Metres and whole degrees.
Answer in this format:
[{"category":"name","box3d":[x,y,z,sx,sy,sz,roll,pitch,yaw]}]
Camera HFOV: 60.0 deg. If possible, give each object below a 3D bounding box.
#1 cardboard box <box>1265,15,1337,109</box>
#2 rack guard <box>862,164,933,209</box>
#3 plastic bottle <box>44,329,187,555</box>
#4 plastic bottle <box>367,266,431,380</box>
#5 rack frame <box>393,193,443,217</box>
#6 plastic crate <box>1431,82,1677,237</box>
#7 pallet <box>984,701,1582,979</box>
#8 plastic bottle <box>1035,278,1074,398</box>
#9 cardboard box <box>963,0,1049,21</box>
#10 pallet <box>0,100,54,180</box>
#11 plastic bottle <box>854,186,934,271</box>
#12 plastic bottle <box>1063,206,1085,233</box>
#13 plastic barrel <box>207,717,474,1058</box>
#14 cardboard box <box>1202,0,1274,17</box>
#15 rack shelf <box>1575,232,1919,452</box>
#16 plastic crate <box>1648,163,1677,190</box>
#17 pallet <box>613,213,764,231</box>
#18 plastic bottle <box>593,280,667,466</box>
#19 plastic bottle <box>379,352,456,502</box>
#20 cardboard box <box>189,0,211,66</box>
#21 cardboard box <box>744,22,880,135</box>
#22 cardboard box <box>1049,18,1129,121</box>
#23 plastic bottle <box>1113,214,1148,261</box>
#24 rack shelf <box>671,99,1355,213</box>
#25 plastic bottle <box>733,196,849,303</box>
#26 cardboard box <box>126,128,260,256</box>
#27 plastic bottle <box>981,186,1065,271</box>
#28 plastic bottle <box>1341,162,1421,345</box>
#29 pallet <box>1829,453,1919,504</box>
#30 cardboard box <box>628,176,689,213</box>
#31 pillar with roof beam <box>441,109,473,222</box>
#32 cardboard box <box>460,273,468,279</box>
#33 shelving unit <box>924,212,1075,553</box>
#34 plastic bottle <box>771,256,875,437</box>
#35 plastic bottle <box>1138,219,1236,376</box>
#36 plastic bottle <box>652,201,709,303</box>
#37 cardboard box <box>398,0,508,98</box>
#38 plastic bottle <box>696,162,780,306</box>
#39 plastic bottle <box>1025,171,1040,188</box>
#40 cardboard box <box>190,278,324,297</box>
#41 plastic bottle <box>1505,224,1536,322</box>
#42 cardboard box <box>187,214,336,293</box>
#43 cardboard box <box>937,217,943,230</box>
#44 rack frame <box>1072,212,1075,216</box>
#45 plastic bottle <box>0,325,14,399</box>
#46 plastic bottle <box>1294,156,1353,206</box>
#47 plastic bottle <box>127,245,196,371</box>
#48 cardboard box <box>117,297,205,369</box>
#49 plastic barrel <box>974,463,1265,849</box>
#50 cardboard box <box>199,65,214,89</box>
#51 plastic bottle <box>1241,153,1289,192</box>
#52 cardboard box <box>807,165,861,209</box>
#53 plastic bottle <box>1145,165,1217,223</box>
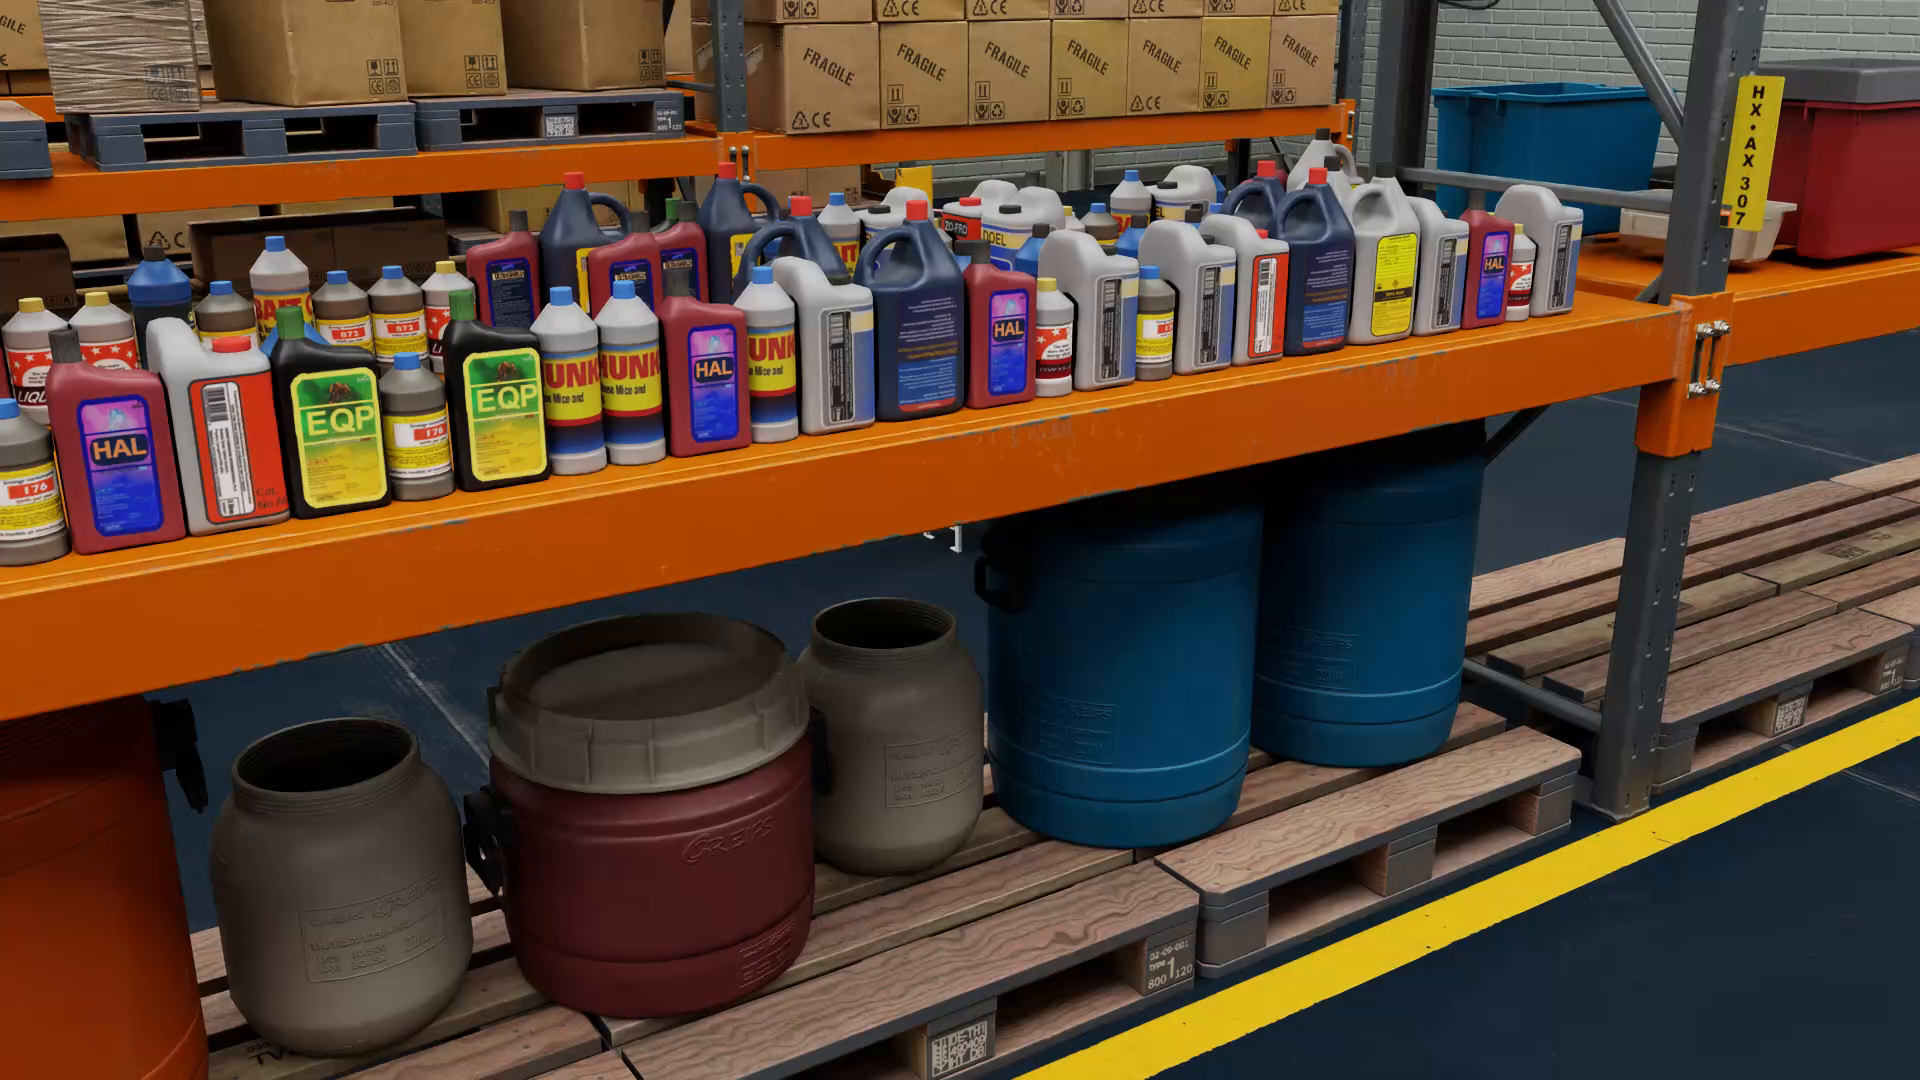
[{"category":"cardboard box","box3d":[1.812,-2.781,9.632,0.500,0.500,0.500,-11,22,-30]},{"category":"rack guard","box3d":[-0.671,-3.030,14.427,0.348,0.500,1.175,-12,22,-31]},{"category":"plastic bottle","box3d":[-1.085,-0.131,2.131,0.133,0.283,0.061,-12,22,-31]},{"category":"plastic bottle","box3d":[-1.034,-0.401,3.058,0.097,0.201,0.097,0,19,0]},{"category":"rack frame","box3d":[-4.032,-3.505,11.930,0.127,3.000,1.000,-12,22,-31]},{"category":"plastic crate","box3d":[1.619,-1.050,4.597,0.575,0.384,0.392,-12,22,-31]},{"category":"pallet","box3d":[0.750,0.590,4.169,1.213,0.211,1.003,-12,22,-31]},{"category":"plastic bottle","box3d":[0.151,-0.360,2.936,0.097,0.201,0.097,0,19,0]},{"category":"cardboard box","box3d":[0.104,-2.891,8.396,0.500,0.500,0.500,-13,22,-33]},{"category":"pallet","box3d":[-4.117,-1.524,6.368,1.003,0.211,1.213,-12,22,-31]},{"category":"plastic bottle","box3d":[-0.146,-0.613,3.568,0.135,0.276,0.152,-12,22,-31]},{"category":"plastic bottle","box3d":[0.241,-0.670,3.853,0.097,0.201,0.097,0,19,0]},{"category":"plastic barrel","box3d":[-1.102,0.615,2.972,0.421,0.512,0.421,0,19,0]},{"category":"cardboard box","box3d":[1.395,-3.165,9.207,0.500,0.500,0.500,-11,22,-30]},{"category":"rack shelf","box3d":[3.087,-0.867,5.249,4.000,0.370,1.077,-12,22,-31]},{"category":"plastic crate","box3d":[2.204,-1.023,4.922,0.590,0.125,0.437,-12,22,-31]},{"category":"pallet","box3d":[-2.334,-2.514,13.350,1.213,0.211,1.003,-12,22,-31]},{"category":"plastic bottle","box3d":[-0.501,-0.256,2.518,0.097,0.271,0.097,0,19,0]},{"category":"plastic bottle","box3d":[-0.775,-0.165,2.358,0.097,0.201,0.097,0,19,0]},{"category":"cardboard box","box3d":[-5.124,-3.376,10.894,0.500,0.500,0.500,-12,22,-31]},{"category":"cardboard box","box3d":[-0.729,-2.245,8.046,0.500,0.500,0.500,-11,22,-30]},{"category":"cardboard box","box3d":[0.540,-2.514,8.841,0.500,0.500,0.500,-12,22,-32]},{"category":"plastic bottle","box3d":[0.343,-0.492,3.217,0.097,0.271,0.097,0,19,0]},{"category":"rack shelf","box3d":[0.366,-2.192,9.170,4.000,0.370,1.077,-12,22,-31]},{"category":"plastic bottle","box3d":[-0.287,-0.406,2.838,0.185,0.351,0.144,-12,22,-31]},{"category":"cardboard box","box3d":[-5.244,-2.379,11.300,0.750,0.750,0.750,-11,22,-30]},{"category":"plastic bottle","box3d":[0.131,-0.613,3.569,0.135,0.276,0.152,-12,22,-31]},{"category":"plastic bottle","box3d":[0.829,-0.583,3.362,0.185,0.351,0.144,-12,22,-31]},{"category":"pallet","box3d":[4.048,-0.104,6.223,1.213,0.211,1.003,-12,22,-31]},{"category":"cardboard box","box3d":[-2.500,-2.802,13.096,0.500,0.500,0.700,-11,22,-30]},{"category":"pillar with roof beam","box3d":[-1.555,-5.550,8.612,0.400,9.000,9.100,-12,22,-31]},{"category":"cardboard box","box3d":[-1.976,-0.957,7.607,0.500,0.500,0.500,-12,22,-31]},{"category":"shelving unit","box3d":[0.138,-0.598,6.139,0.503,1.200,0.258,-12,22,-31]},{"category":"plastic bottle","box3d":[-0.226,-0.326,2.720,0.135,0.276,0.152,-12,22,-31]},{"category":"plastic bottle","box3d":[0.427,-0.464,3.127,0.135,0.276,0.152,-12,22,-31]},{"category":"plastic bottle","box3d":[-0.567,-0.522,3.288,0.133,0.283,0.061,-12,22,-31]},{"category":"cardboard box","box3d":[-2.362,-2.266,7.451,0.500,0.500,0.700,-8,20,-23]},{"category":"plastic bottle","box3d":[-0.444,-0.587,3.375,0.185,0.351,0.144,-12,22,-31]},{"category":"plastic bottle","box3d":[0.134,-0.693,3.794,0.133,0.283,0.061,-12,22,-31]},{"category":"cardboard box","box3d":[-3.126,-0.913,7.479,0.500,0.500,0.500,-13,23,-33]},{"category":"plastic bottle","box3d":[1.184,-0.578,3.580,0.097,0.201,0.097,0,19,0]},{"category":"cardboard box","box3d":[-3.096,-1.276,7.380,0.500,0.250,0.500,-12,22,-32]},{"category":"cardboard box","box3d":[0.262,-1.539,9.325,0.637,0.503,0.797,-12,22,-31]},{"category":"rack frame","box3d":[0.342,-0.641,6.266,0.015,1.200,0.240,-12,22,-31]},{"category":"plastic bottle","box3d":[-1.628,-0.322,2.695,0.133,0.283,0.061,-12,22,-31]},{"category":"plastic bottle","box3d":[0.750,-0.621,3.476,0.185,0.351,0.144,-12,22,-31]},{"category":"plastic bottle","box3d":[-1.359,-0.366,2.844,0.097,0.271,0.097,0,19,0]},{"category":"cardboard box","box3d":[-3.252,-0.685,6.804,0.500,0.500,0.500,-12,22,-32]},{"category":"plastic barrel","box3d":[0.362,0.156,3.721,0.708,0.901,0.600,-12,22,-31]},{"category":"cardboard box","box3d":[-5.026,-3.089,11.058,0.250,0.149,0.380,-12,22,-31]},{"category":"plastic bottle","box3d":[0.765,-0.826,4.187,0.133,0.283,0.061,-12,22,-31]},{"category":"cardboard box","box3d":[-1.221,-3.075,13.903,0.500,0.500,0.700,-12,22,-31]},{"category":"plastic bottle","box3d":[0.515,-0.753,3.981,0.135,0.276,0.152,-12,22,-31]}]
